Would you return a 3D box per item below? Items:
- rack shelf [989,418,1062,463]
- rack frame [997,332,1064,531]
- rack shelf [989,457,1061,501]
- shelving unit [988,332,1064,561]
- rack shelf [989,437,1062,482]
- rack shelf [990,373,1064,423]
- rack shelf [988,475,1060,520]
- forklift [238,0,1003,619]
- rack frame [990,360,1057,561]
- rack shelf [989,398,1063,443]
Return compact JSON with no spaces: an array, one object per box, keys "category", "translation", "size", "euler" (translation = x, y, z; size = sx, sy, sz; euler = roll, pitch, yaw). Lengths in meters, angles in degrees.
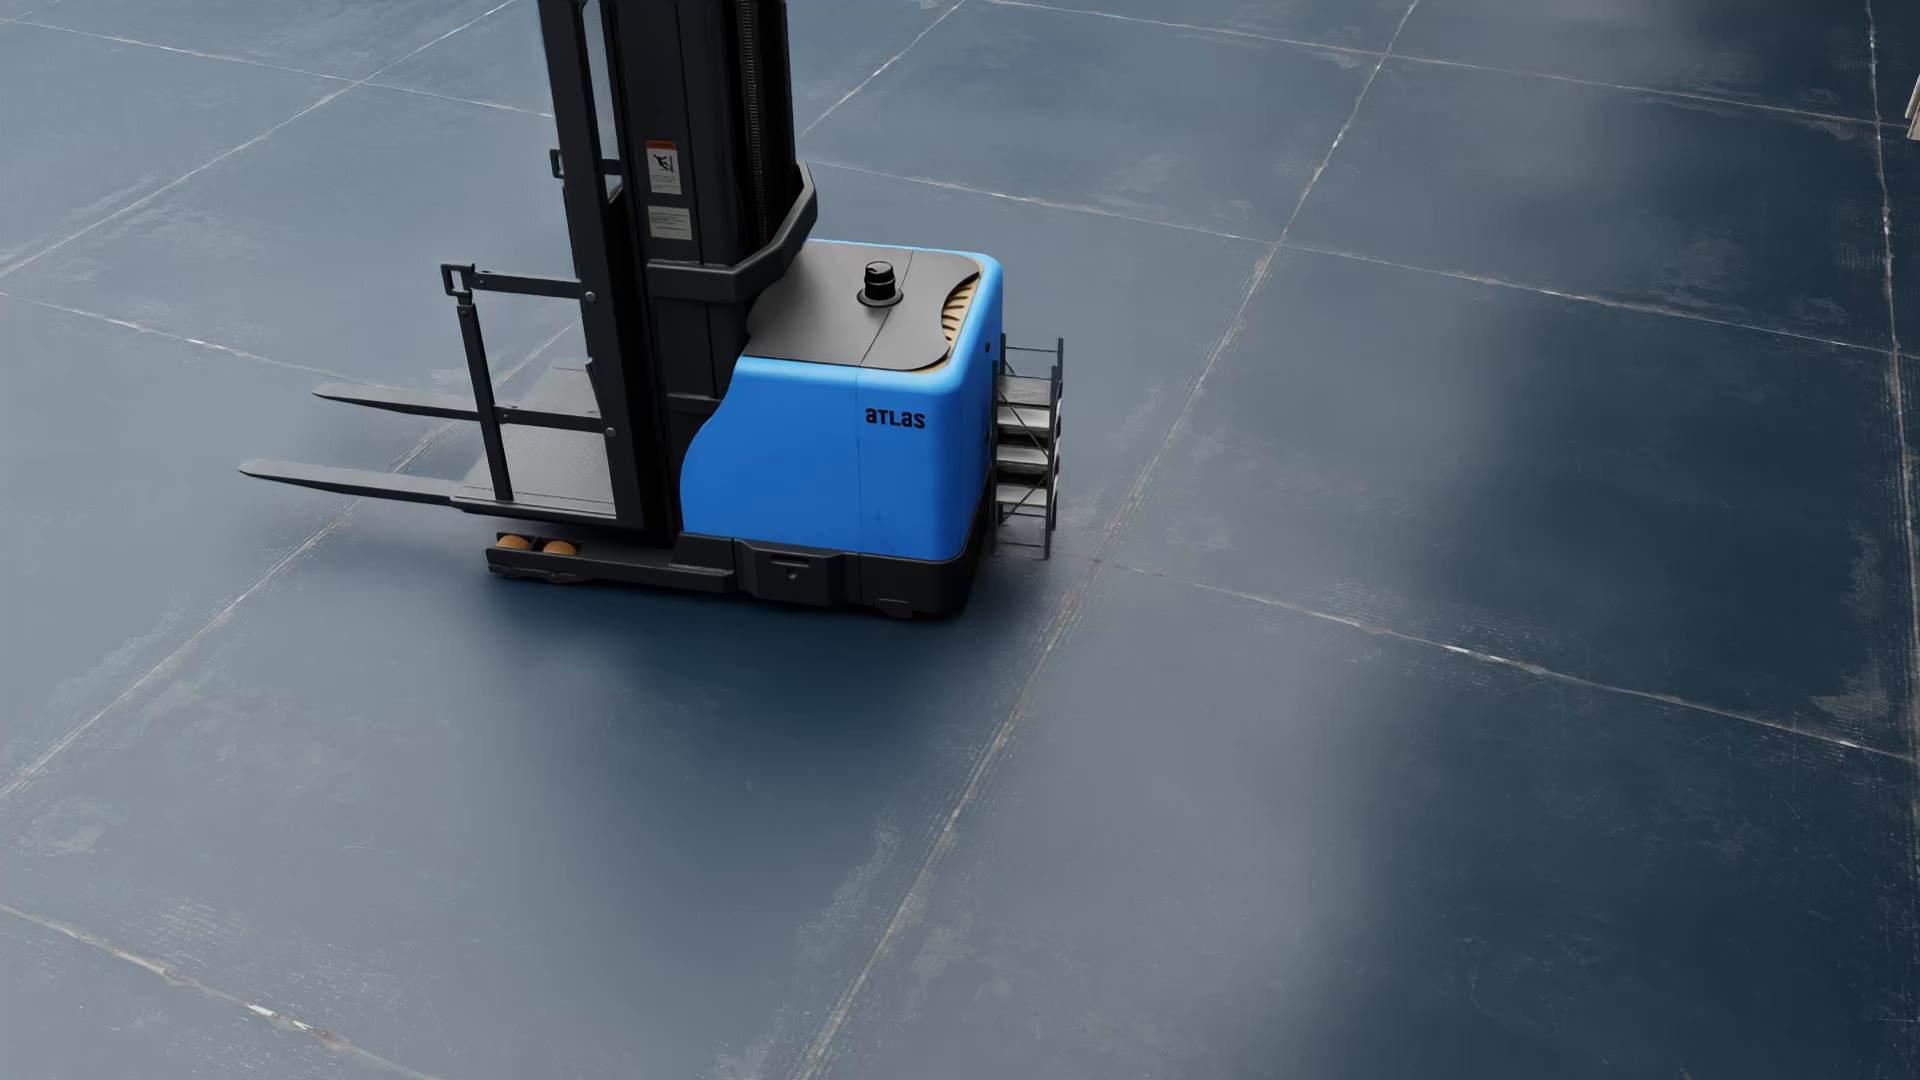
[{"category":"rack shelf","translation":[0.256,-0.397,6.435],"size":[0.258,0.077,0.200],"euler":[6,37,8]},{"category":"rack frame","translation":[0.273,-0.412,6.550],"size":[0.240,0.900,0.006],"euler":[6,37,8]},{"category":"rack shelf","translation":[0.256,-0.253,6.543],"size":[0.258,0.077,0.200],"euler":[6,37,8]},{"category":"shelving unit","translation":[0.256,-0.352,6.469],"size":[0.258,0.900,0.210],"euler":[6,37,8]},{"category":"rack shelf","translation":[0.256,-0.325,6.489],"size":[0.258,0.077,0.200],"euler":[6,37,8]},{"category":"rack shelf","translation":[0.256,-0.542,6.328],"size":[0.258,0.077,0.200],"euler":[6,37,8]},{"category":"rack shelf","translation":[0.256,-0.181,6.597],"size":[0.258,0.077,0.200],"euler":[6,37,8]},{"category":"forklift","translation":[-1.389,-1.306,6.049],"size":[3.031,2.935,1.130],"euler":[7,37,9]},{"category":"rack frame","translation":[0.239,-0.292,6.389],"size":[0.240,0.900,0.006],"euler":[6,37,8]},{"category":"rack shelf","translation":[0.256,-0.470,6.382],"size":[0.258,0.077,0.200],"euler":[6,37,8]}]
